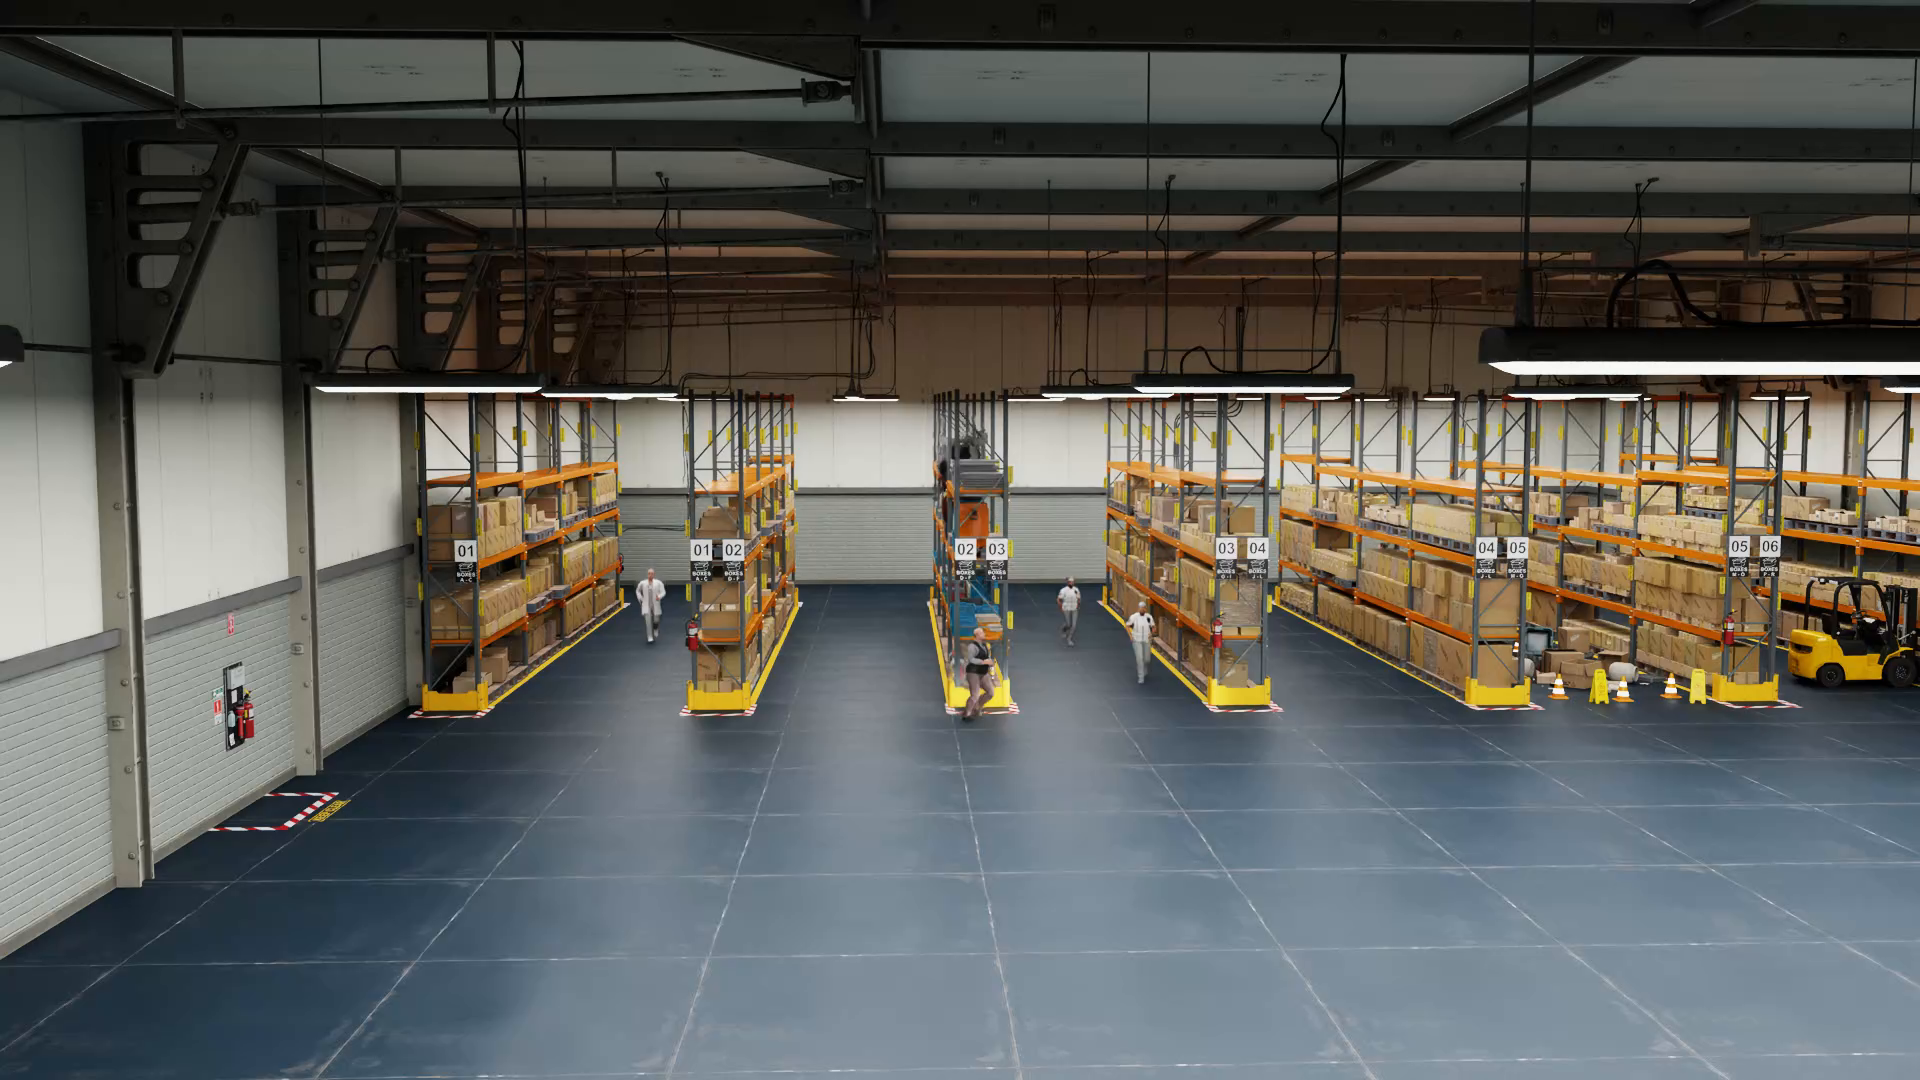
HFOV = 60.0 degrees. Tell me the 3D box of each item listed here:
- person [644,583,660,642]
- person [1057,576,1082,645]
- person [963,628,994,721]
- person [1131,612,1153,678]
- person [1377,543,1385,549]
[{"bbox_3d":[-7.471,1.700,40.210,0.629,1.488,0.812,-1,5,-10],"label":"person"},{"bbox_3d":[2.631,1.673,39.661,0.575,1.661,0.560,-1,5,-12],"label":"person"},{"bbox_3d":[0.403,2.432,30.022,0.628,1.694,0.545,3,6,35],"label":"person"},{"bbox_3d":[3.764,2.171,34.520,0.452,1.347,0.584,0,5,-4],"label":"person"},{"bbox_3d":[12.511,0.894,49.255,0.546,1.624,0.567,0,5,-5],"label":"person"}]
